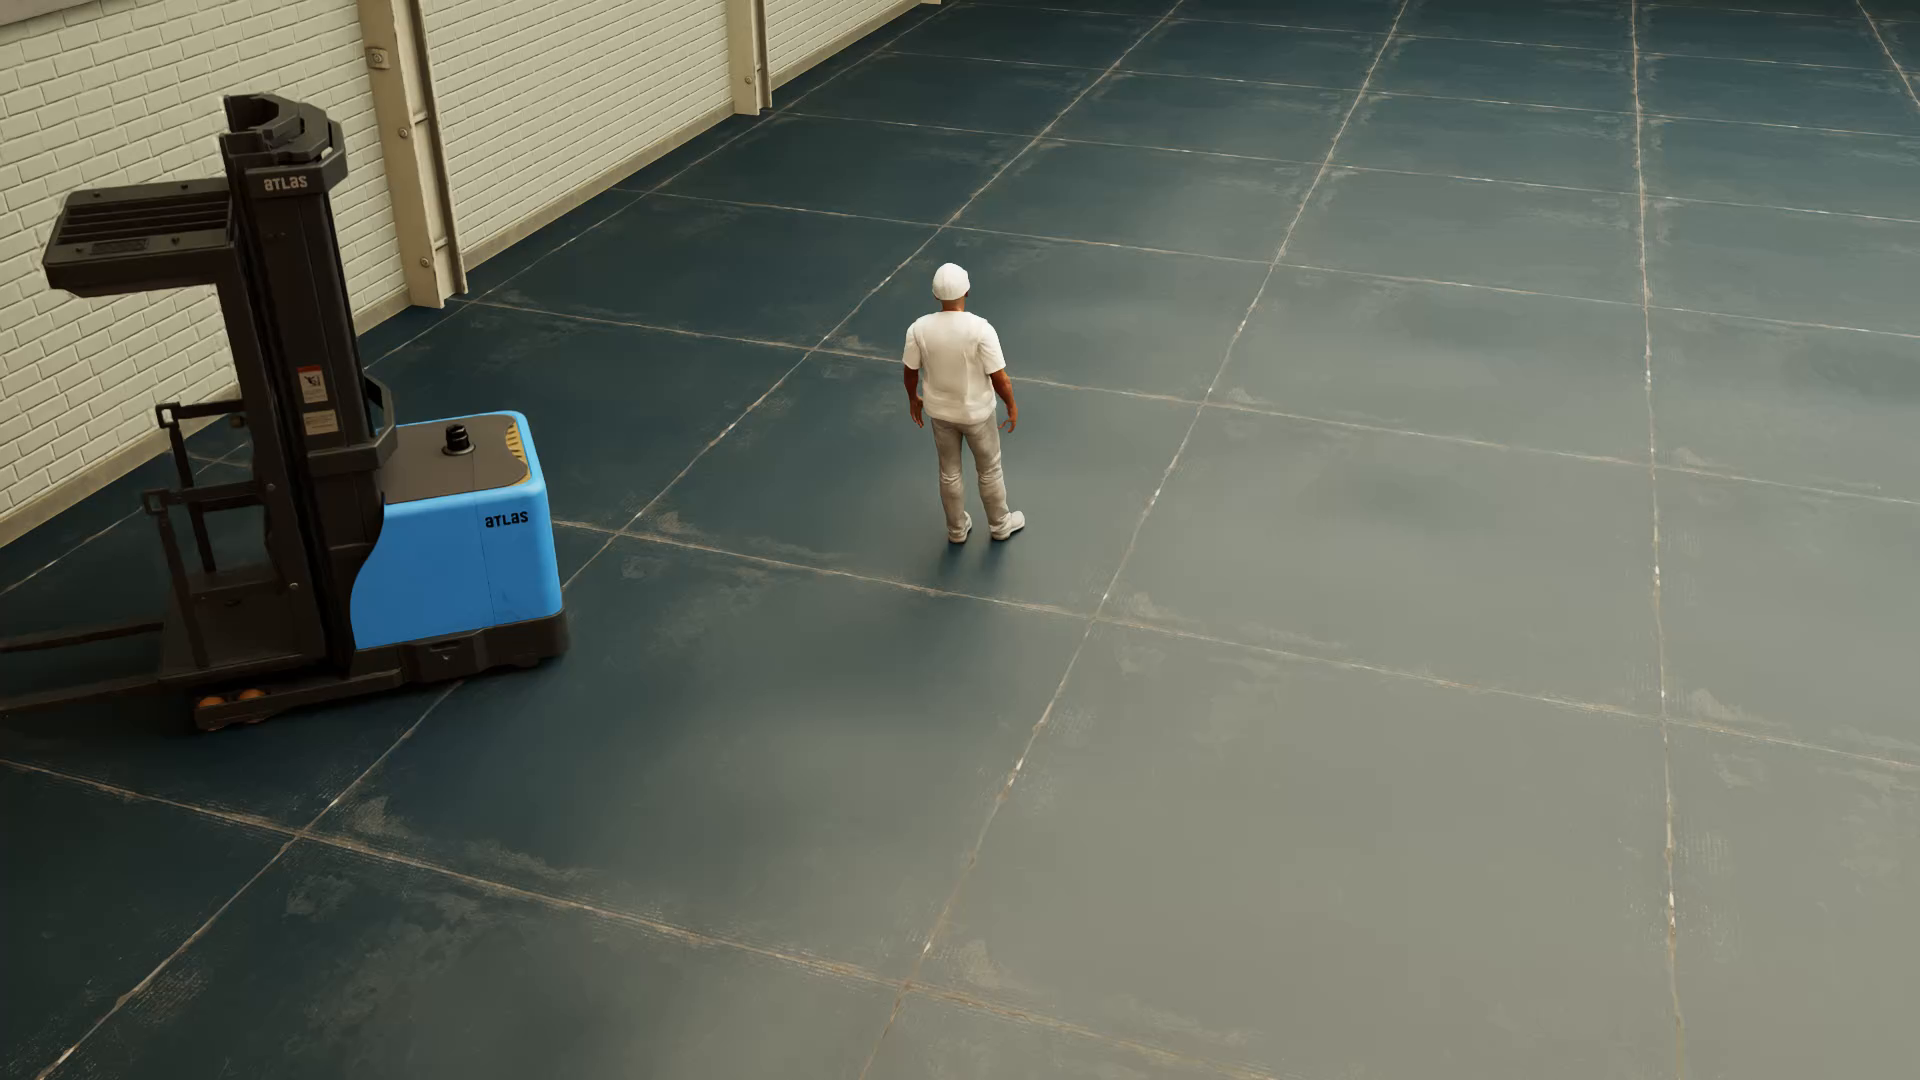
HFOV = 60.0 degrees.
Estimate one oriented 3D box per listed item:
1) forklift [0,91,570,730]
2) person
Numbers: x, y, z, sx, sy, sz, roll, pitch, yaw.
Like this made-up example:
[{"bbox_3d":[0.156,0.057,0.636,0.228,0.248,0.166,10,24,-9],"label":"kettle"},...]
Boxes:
[{"bbox_3d":[-3.675,-0.606,8.199,3.031,2.935,1.130,-10,31,-17],"label":"forklift"},{"bbox_3d":[0.031,-0.804,9.710,0.660,1.765,0.577,10,31,16],"label":"person"}]
